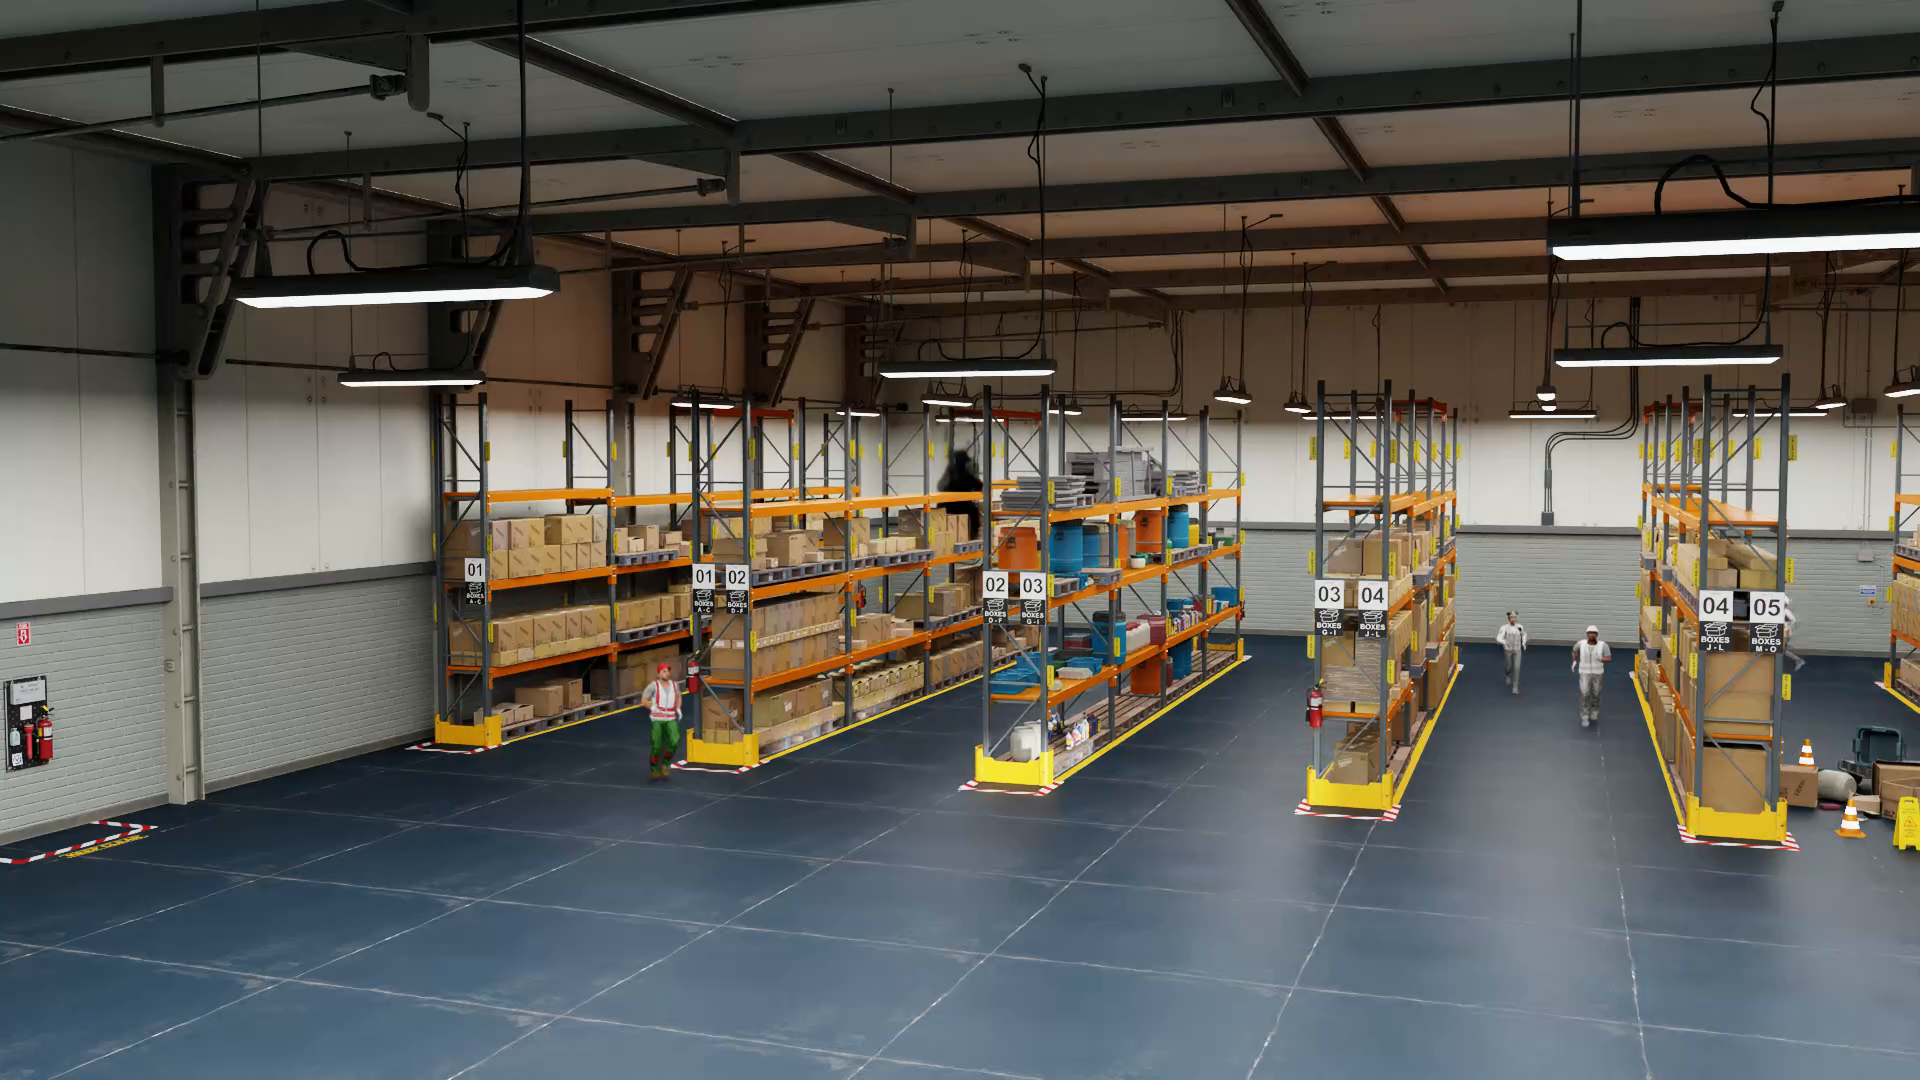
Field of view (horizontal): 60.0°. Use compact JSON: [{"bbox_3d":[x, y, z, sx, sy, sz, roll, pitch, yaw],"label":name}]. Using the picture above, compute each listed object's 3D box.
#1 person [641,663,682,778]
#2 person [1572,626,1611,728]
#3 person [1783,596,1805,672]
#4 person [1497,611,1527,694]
[{"bbox_3d":[-4.516,2.762,25.379,0.667,1.762,0.562,-2,3,-27],"label":"person"},{"bbox_3d":[11.547,2.471,30.421,0.671,1.818,0.897,1,3,19],"label":"person"},{"bbox_3d":[18.360,2.129,37.053,0.923,1.755,0.628,1,3,15],"label":"person"},{"bbox_3d":[11.507,2.310,34.640,0.621,1.695,0.909,1,3,11],"label":"person"}]
